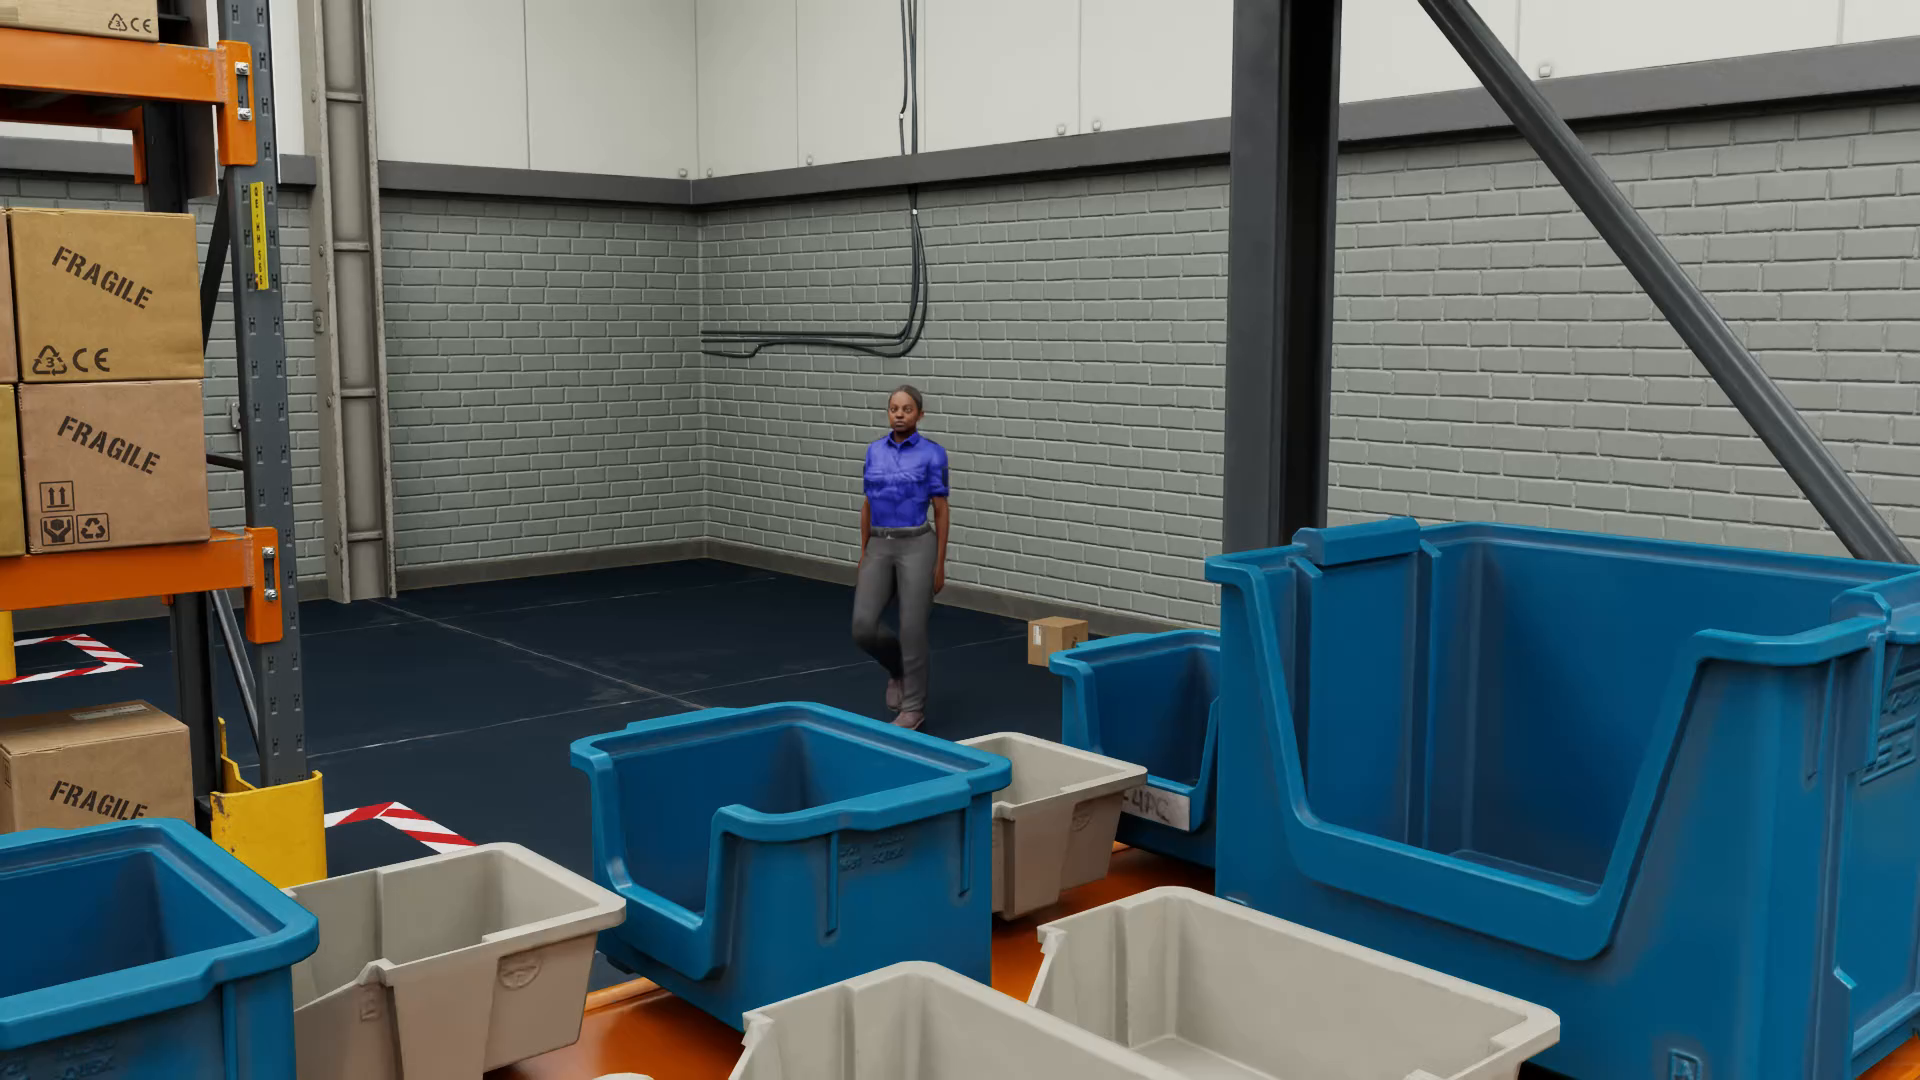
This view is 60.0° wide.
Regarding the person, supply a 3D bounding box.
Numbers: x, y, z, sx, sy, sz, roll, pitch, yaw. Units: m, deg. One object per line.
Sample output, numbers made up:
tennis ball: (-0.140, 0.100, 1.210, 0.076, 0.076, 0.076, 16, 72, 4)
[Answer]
person: (-0.268, 0.079, 8.006, 0.466, 1.646, 0.485, 3, 8, 21)
